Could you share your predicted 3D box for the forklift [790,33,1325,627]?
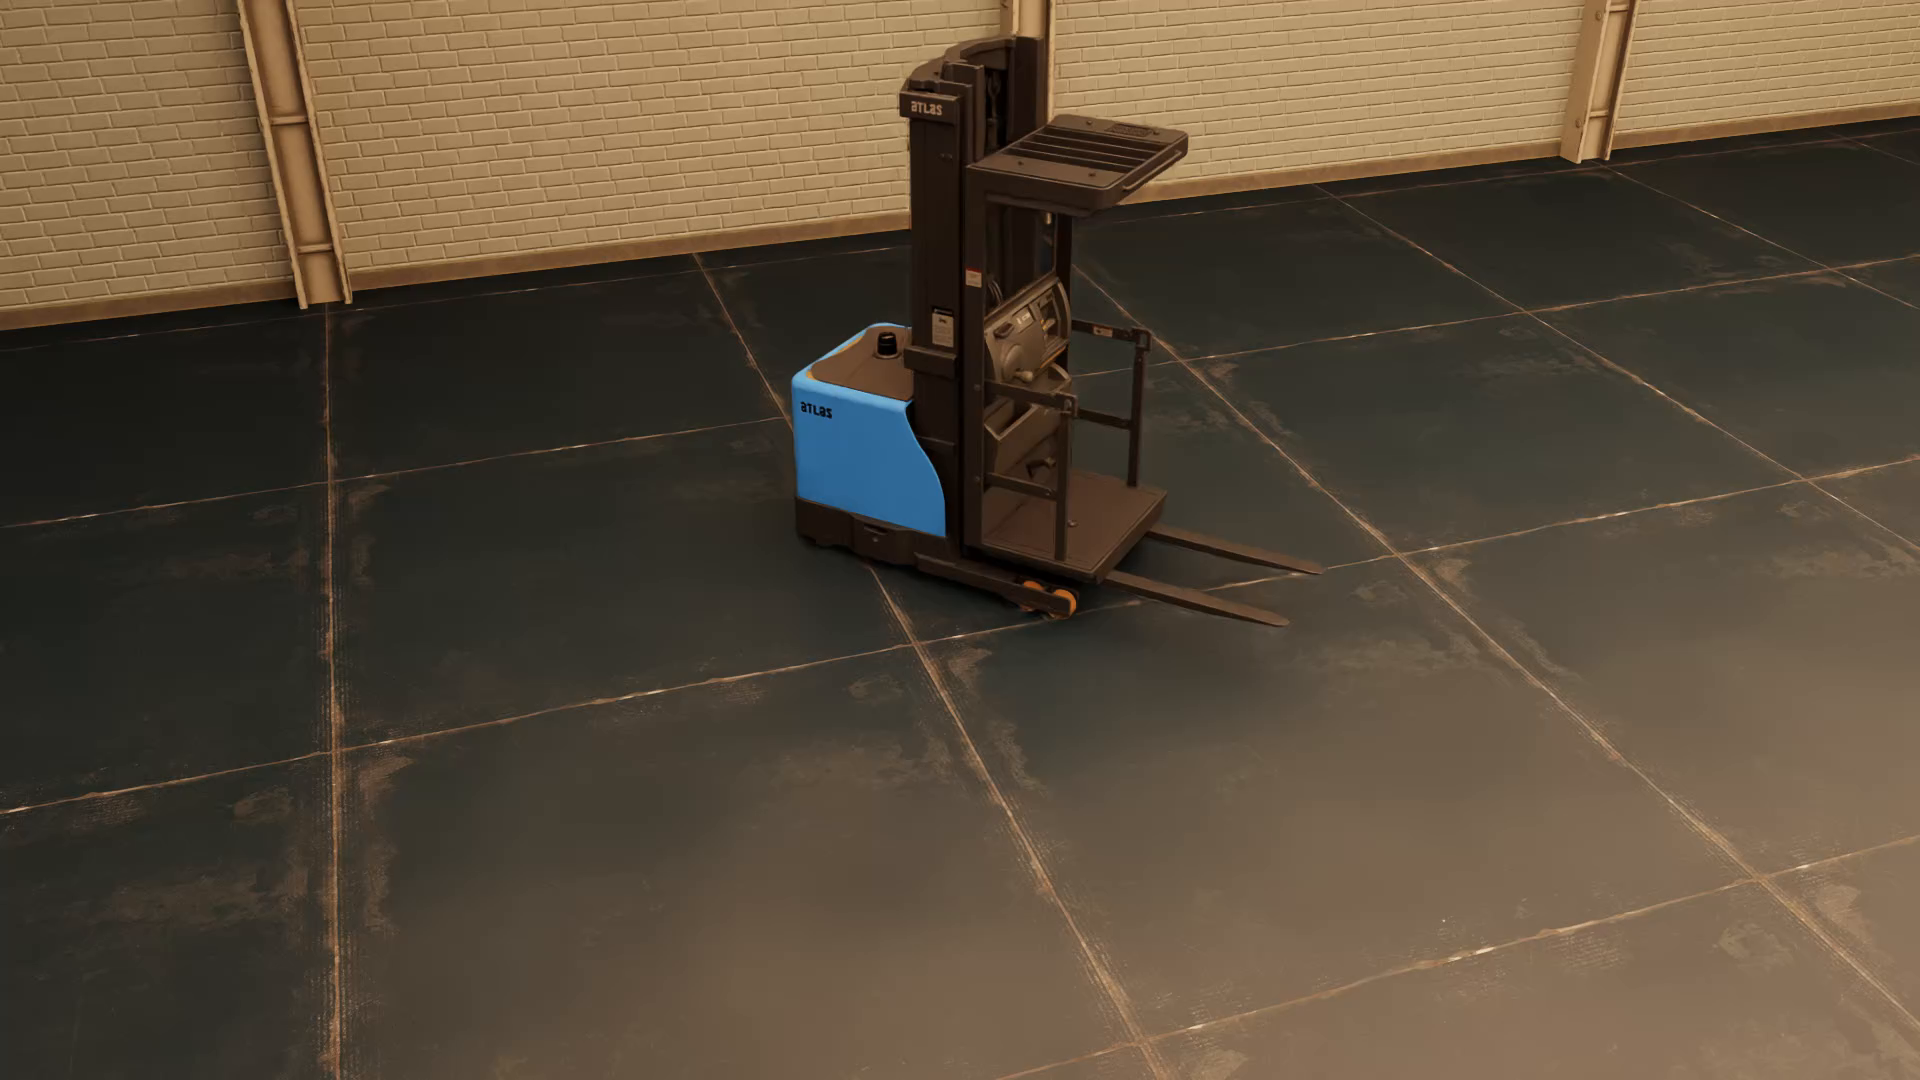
[{"bbox_3d":[0.554,-1.130,9.050,3.031,2.935,1.130,15,33,25],"label":"forklift"}]
